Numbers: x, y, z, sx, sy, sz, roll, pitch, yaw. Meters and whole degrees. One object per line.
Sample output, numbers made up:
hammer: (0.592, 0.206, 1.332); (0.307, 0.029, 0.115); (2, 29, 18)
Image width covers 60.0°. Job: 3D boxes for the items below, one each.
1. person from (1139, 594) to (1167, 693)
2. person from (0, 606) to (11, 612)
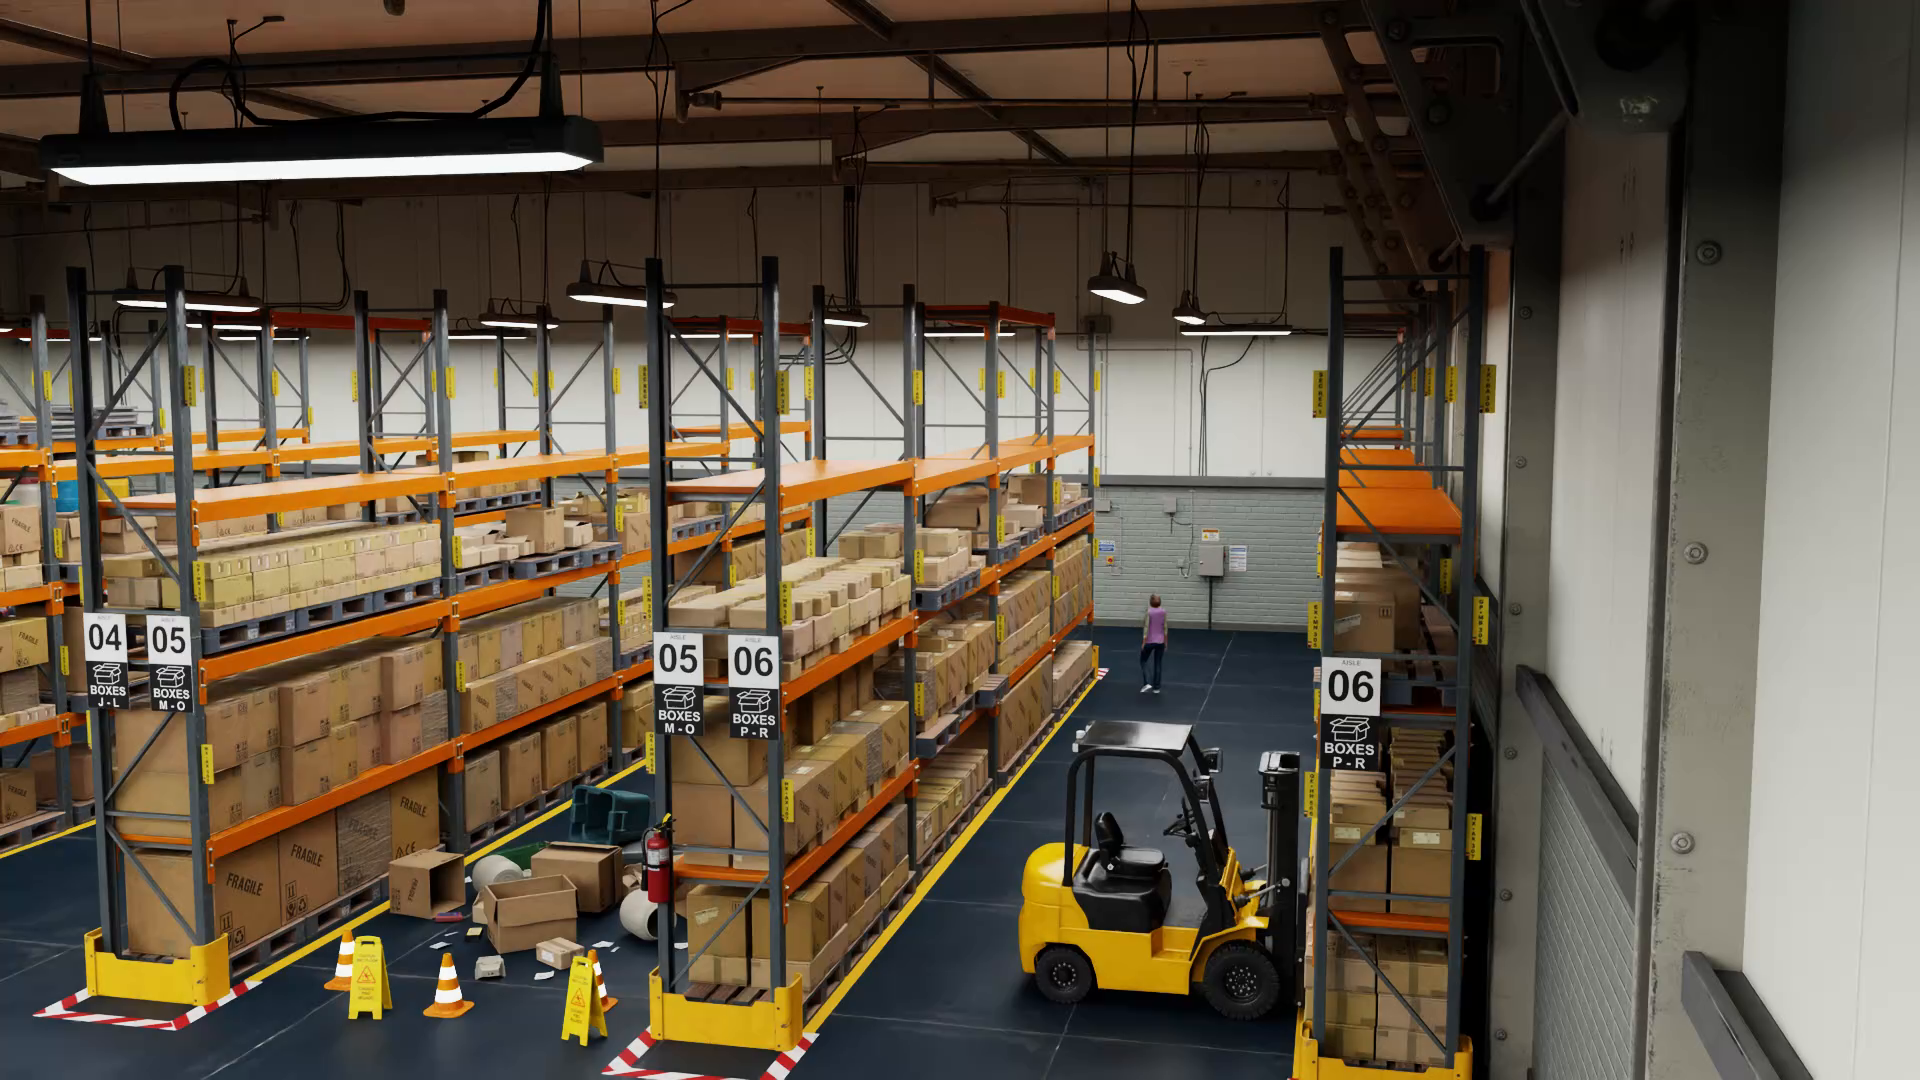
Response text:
person: (3.129, 1.686, 26.753); (0.443, 1.608, 0.362); (-2, 6, -16)
person: (-15.848, 1.561, 27.710); (0.459, 1.584, 0.984); (0, 6, 1)
